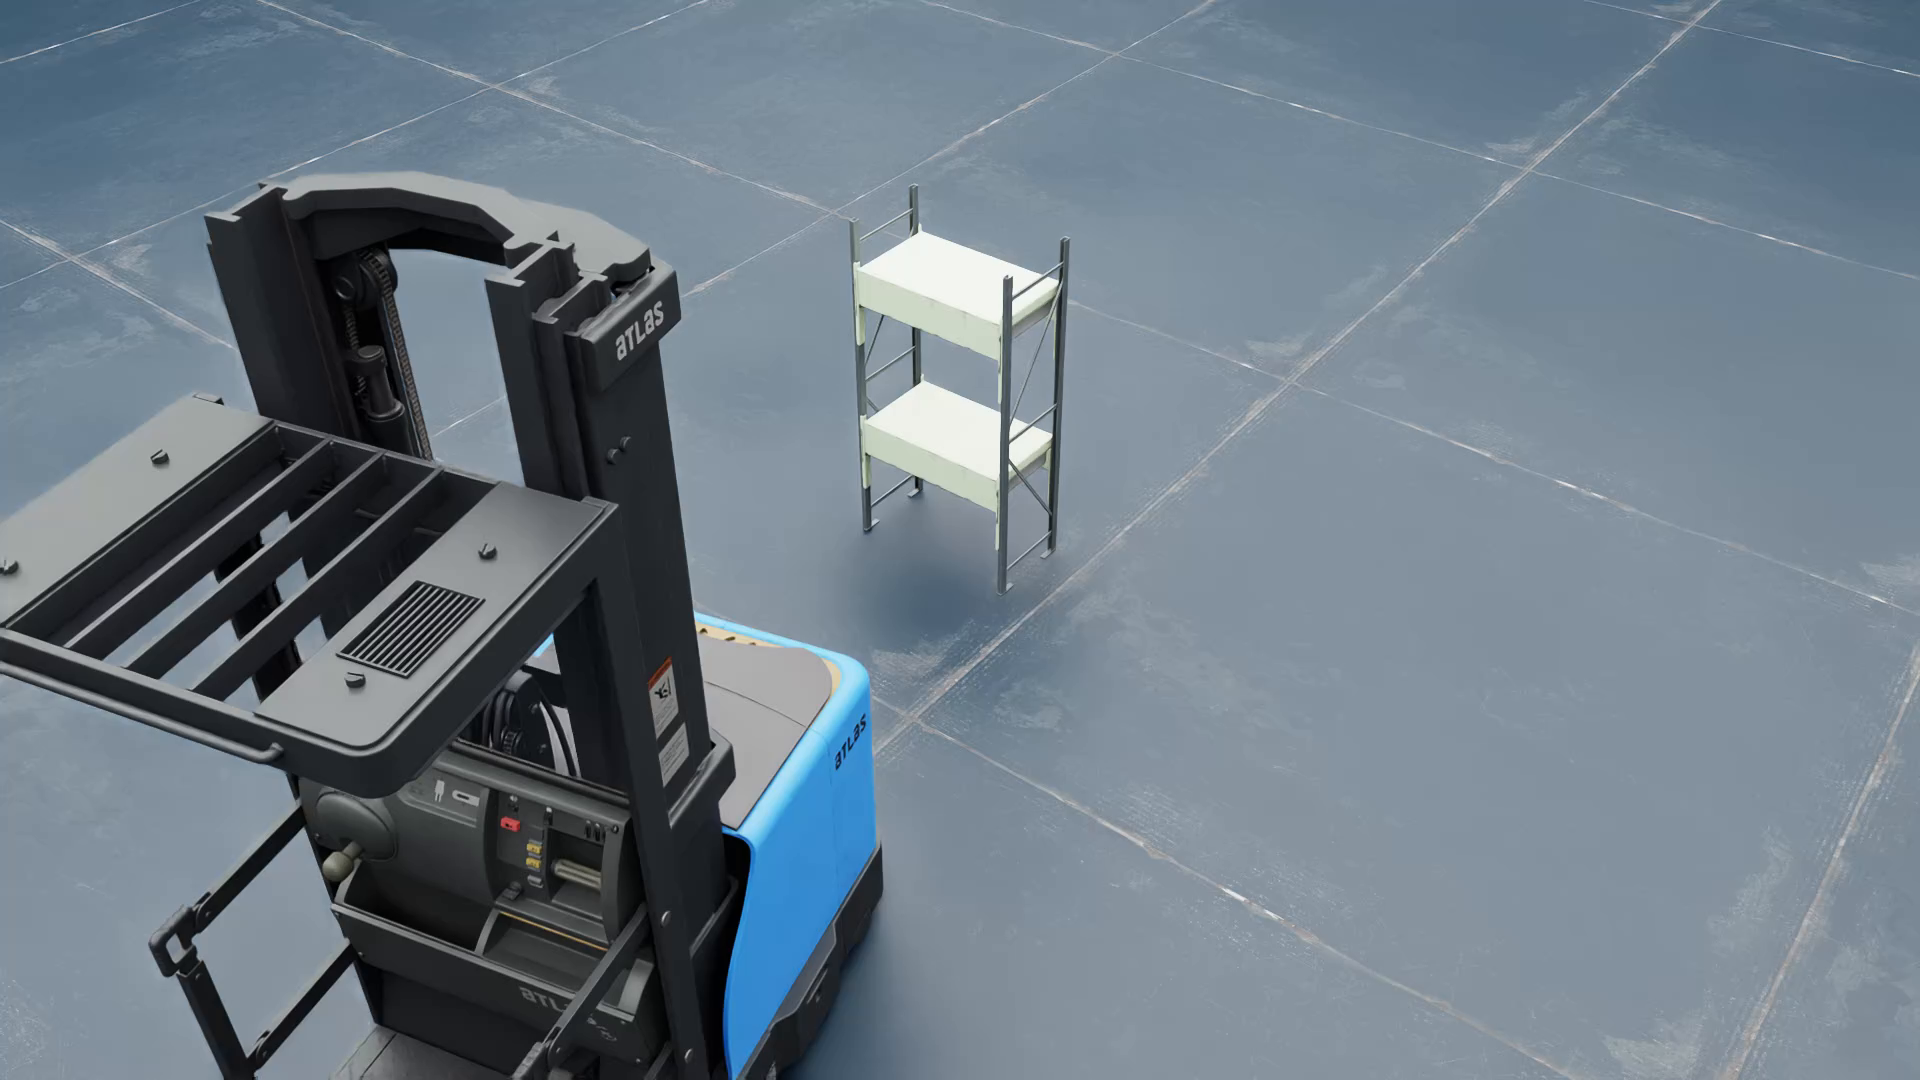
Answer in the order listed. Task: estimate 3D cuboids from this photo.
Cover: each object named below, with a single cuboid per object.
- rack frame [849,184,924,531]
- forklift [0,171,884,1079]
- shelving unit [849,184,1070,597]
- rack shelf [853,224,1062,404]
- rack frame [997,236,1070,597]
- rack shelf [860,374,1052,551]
[{"bbox_3d":[-0.296,-0.730,6.966,0.023,1.500,0.400,25,45,29],"label":"rack frame"},{"bbox_3d":[-1.294,0.782,3.873,1.130,2.935,3.031,14,40,18],"label":"forklift"},{"bbox_3d":[-0.005,-0.593,6.791,0.755,1.500,0.431,25,45,29],"label":"shelving unit"},{"bbox_3d":[-0.005,-0.900,6.550,0.720,0.370,0.431,25,45,29],"label":"rack shelf"},{"bbox_3d":[0.285,-0.456,6.616,0.023,1.500,0.400,25,45,29],"label":"rack frame"},{"bbox_3d":[-0.005,-0.336,6.992,0.720,0.370,0.431,25,45,29],"label":"rack shelf"}]
